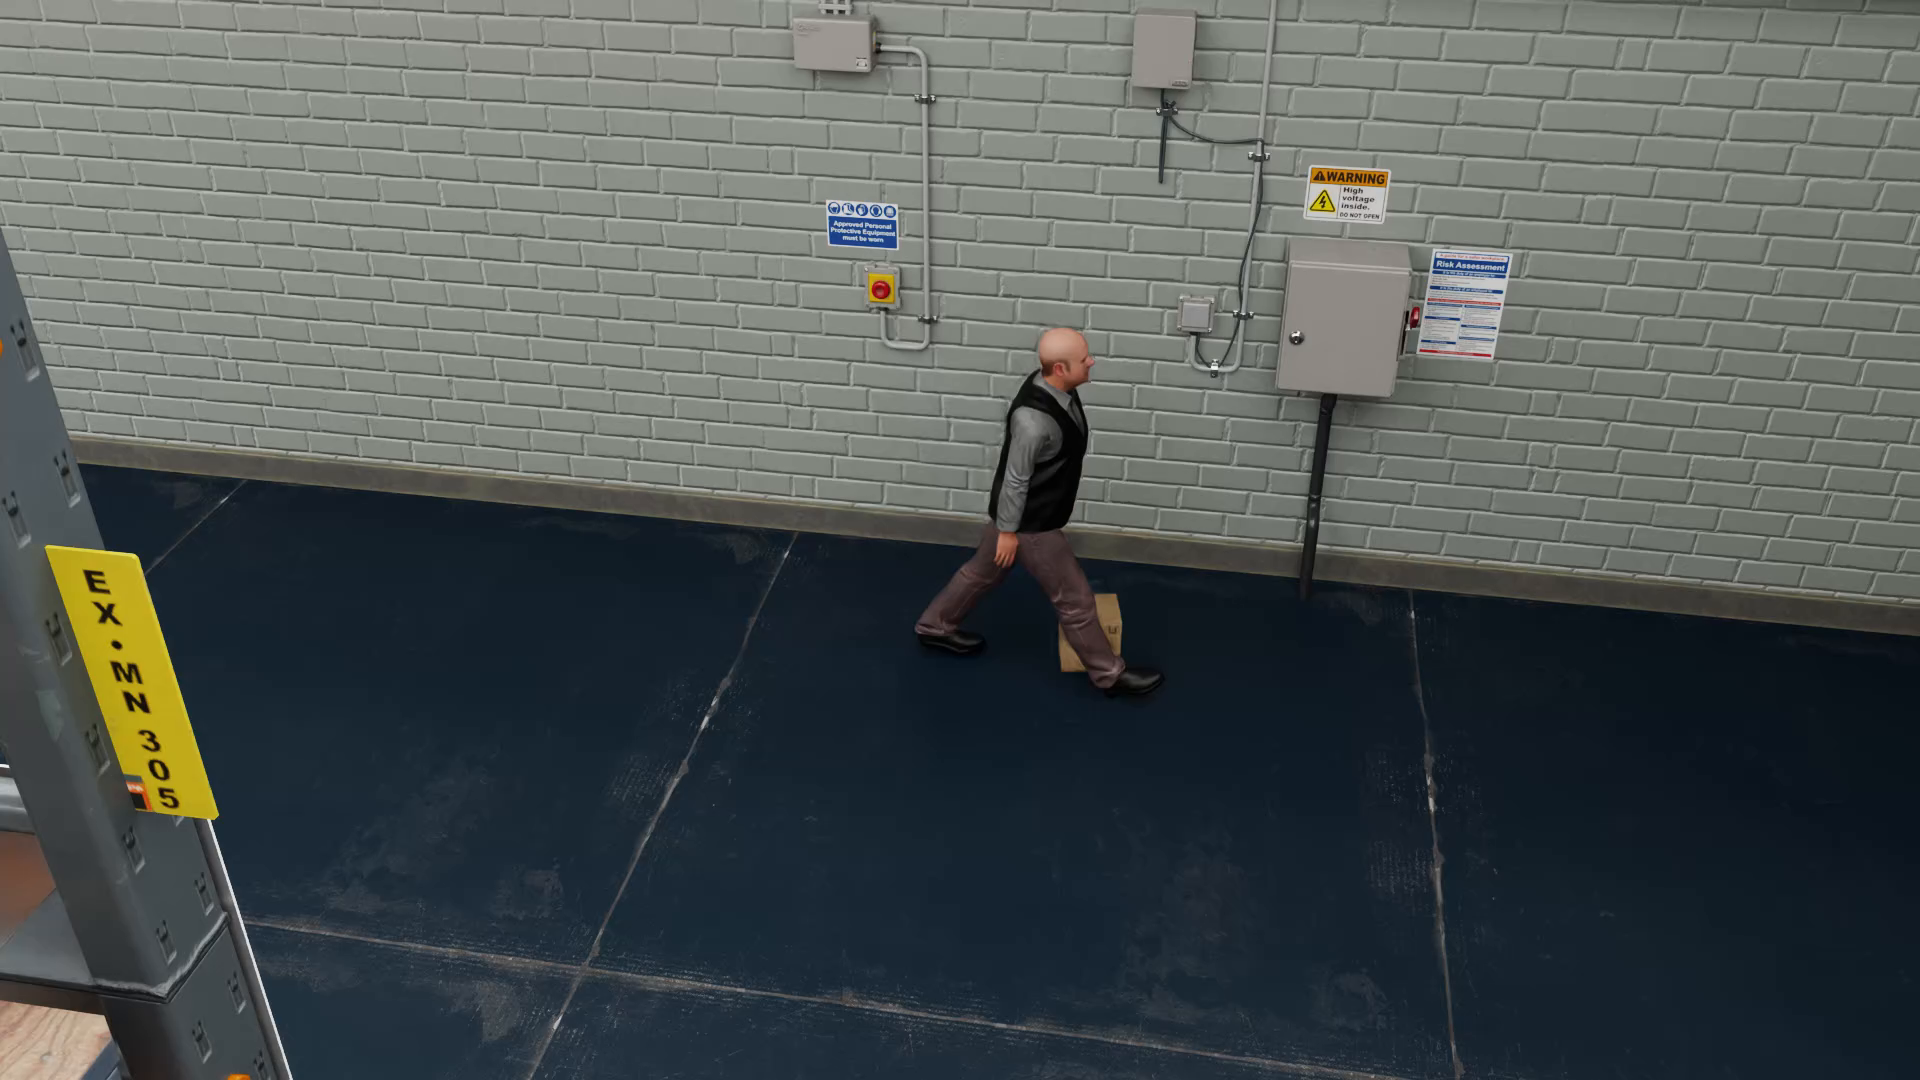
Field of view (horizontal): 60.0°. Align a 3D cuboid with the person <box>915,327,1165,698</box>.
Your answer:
[{"bbox_3d":[0.345,-0.133,6.906,1.119,1.651,0.544,5,32,8],"label":"person"}]
